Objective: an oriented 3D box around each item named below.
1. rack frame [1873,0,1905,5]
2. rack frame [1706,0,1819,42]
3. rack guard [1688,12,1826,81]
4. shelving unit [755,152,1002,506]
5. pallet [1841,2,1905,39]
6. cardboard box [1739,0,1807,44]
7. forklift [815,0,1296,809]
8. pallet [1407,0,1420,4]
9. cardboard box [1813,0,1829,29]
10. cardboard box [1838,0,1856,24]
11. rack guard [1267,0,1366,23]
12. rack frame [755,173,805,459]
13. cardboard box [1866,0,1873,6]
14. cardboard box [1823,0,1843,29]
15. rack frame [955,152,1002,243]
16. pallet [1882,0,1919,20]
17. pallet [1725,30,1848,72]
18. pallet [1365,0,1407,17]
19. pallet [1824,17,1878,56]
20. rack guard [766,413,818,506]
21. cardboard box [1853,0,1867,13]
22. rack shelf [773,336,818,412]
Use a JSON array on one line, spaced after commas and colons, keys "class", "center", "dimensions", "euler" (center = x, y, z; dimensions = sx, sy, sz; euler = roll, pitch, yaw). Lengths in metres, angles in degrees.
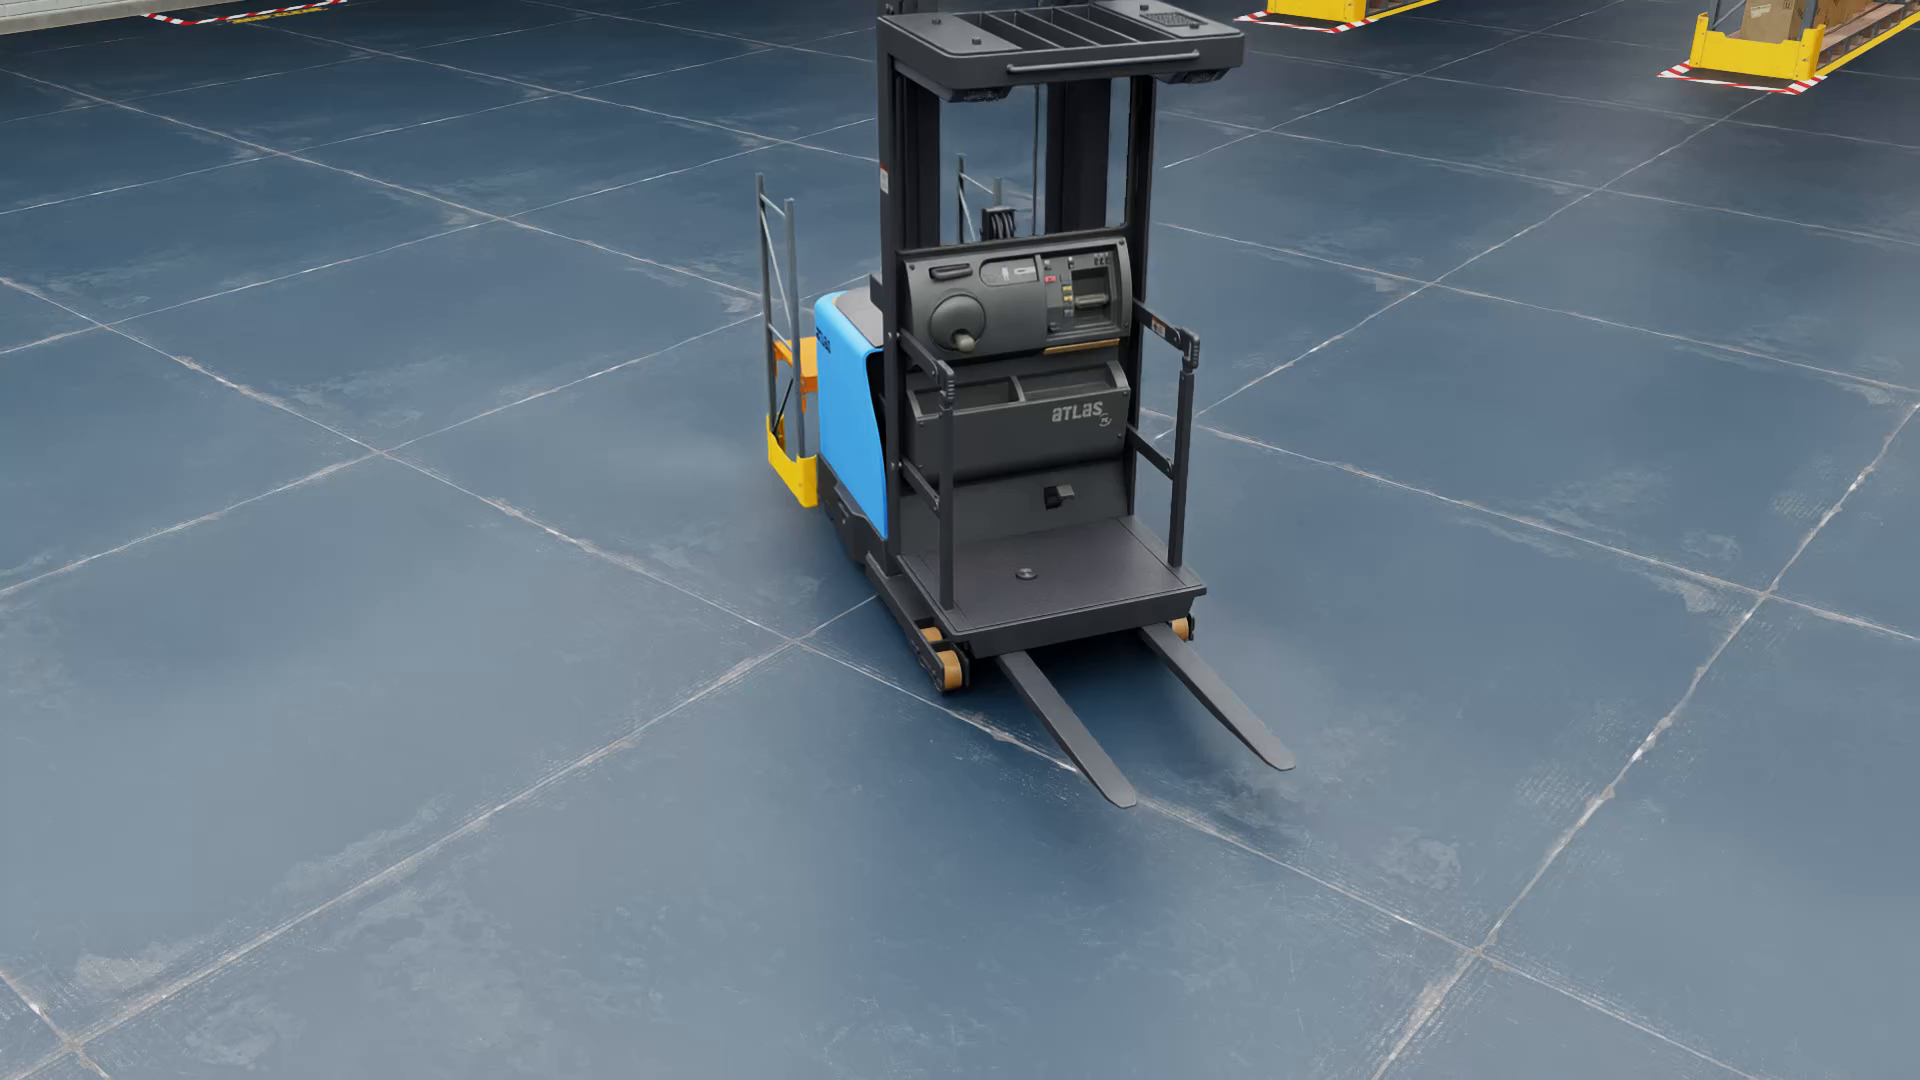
[{"class": "rack frame", "center": [10.597, -7.532, 19.044], "dimensions": [1.000, 3.000, 0.127], "euler": [21, 34, 34]}, {"class": "rack frame", "center": [8.053, -6.113, 16.303], "dimensions": [1.000, 3.000, 0.127], "euler": [21, 34, 34]}, {"class": "rack guard", "center": [8.101, -5.030, 16.929], "dimensions": [1.175, 0.500, 0.348], "euler": [21, 34, 34]}, {"class": "shelving unit", "center": [-0.376, -1.047, 8.142], "dimensions": [1.083, 1.500, 0.587], "euler": [-11, 29, -20]}, {"class": "pallet", "center": [10.197, -6.045, 19.205], "dimensions": [1.003, 0.211, 1.213], "euler": [21, 34, 34]}, {"class": "cardboard box", "center": [8.463, -5.406, 17.199], "dimensions": [0.500, 0.500, 0.500], "euler": [-21, 34, -35]}, {"class": "forklift", "center": [0.316, -0.916, 6.331], "dimensions": [1.130, 2.935, 3.031], "euler": [-10, 29, -18]}, {"class": "pallet", "center": [5.540, -7.080, 21.207], "dimensions": [1.003, 0.211, 1.213], "euler": [21, 34, 34]}, {"class": "cardboard box", "center": [8.817, -5.628, 17.628], "dimensions": [0.500, 0.500, 0.500], "euler": [-18, 32, -31]}, {"class": "cardboard box", "center": [9.619, -6.029, 18.404], "dimensions": [0.500, 0.500, 0.500], "euler": [17, 32, 30]}, {"class": "rack guard", "center": [4.243, -6.491, 19.754], "dimensions": [1.175, 0.500, 0.348], "euler": [21, 34, 34]}, {"class": "rack frame", "center": [-0.853, -0.955, 7.964], "dimensions": [0.032, 1.500, 0.500], "euler": [-11, 29, -20]}, {"class": "cardboard box", "center": [10.312, -6.478, 19.271], "dimensions": [0.500, 0.500, 0.500], "euler": [20, 33, 33]}, {"class": "cardboard box", "center": [9.230, -5.845, 18.047], "dimensions": [0.500, 0.500, 0.500], "euler": [25, 36, 39]}, {"class": "rack frame", "center": [0.085, -1.136, 8.313], "dimensions": [0.032, 1.500, 0.500], "euler": [-11, 29, -20]}, {"class": "pallet", "center": [11.091, -6.570, 20.220], "dimensions": [1.003, 0.211, 1.213], "euler": [21, 34, 34]}, {"class": "pallet", "center": [8.645, -5.180, 17.533], "dimensions": [1.003, 0.211, 1.213], "euler": [21, 34, 34]}, {"class": "pallet", "center": [4.764, -6.650, 20.374], "dimensions": [1.003, 0.211, 1.213], "euler": [21, 34, 34]}, {"class": "pallet", "center": [9.421, -5.610, 18.365], "dimensions": [1.003, 0.211, 1.213], "euler": [21, 34, 34]}, {"class": "rack guard", "center": [-0.835, -0.404, 8.258], "dimensions": [0.087, 0.250, 0.587], "euler": [-11, 29, -20]}, {"class": "cardboard box", "center": [9.953, -6.273, 18.874], "dimensions": [0.500, 0.500, 0.500], "euler": [-16, 31, -28]}, {"class": "rack shelf", "center": [-0.384, -0.886, 8.221], "dimensions": [1.000, 0.185, 0.538], "euler": [-11, 29, -20]}]
